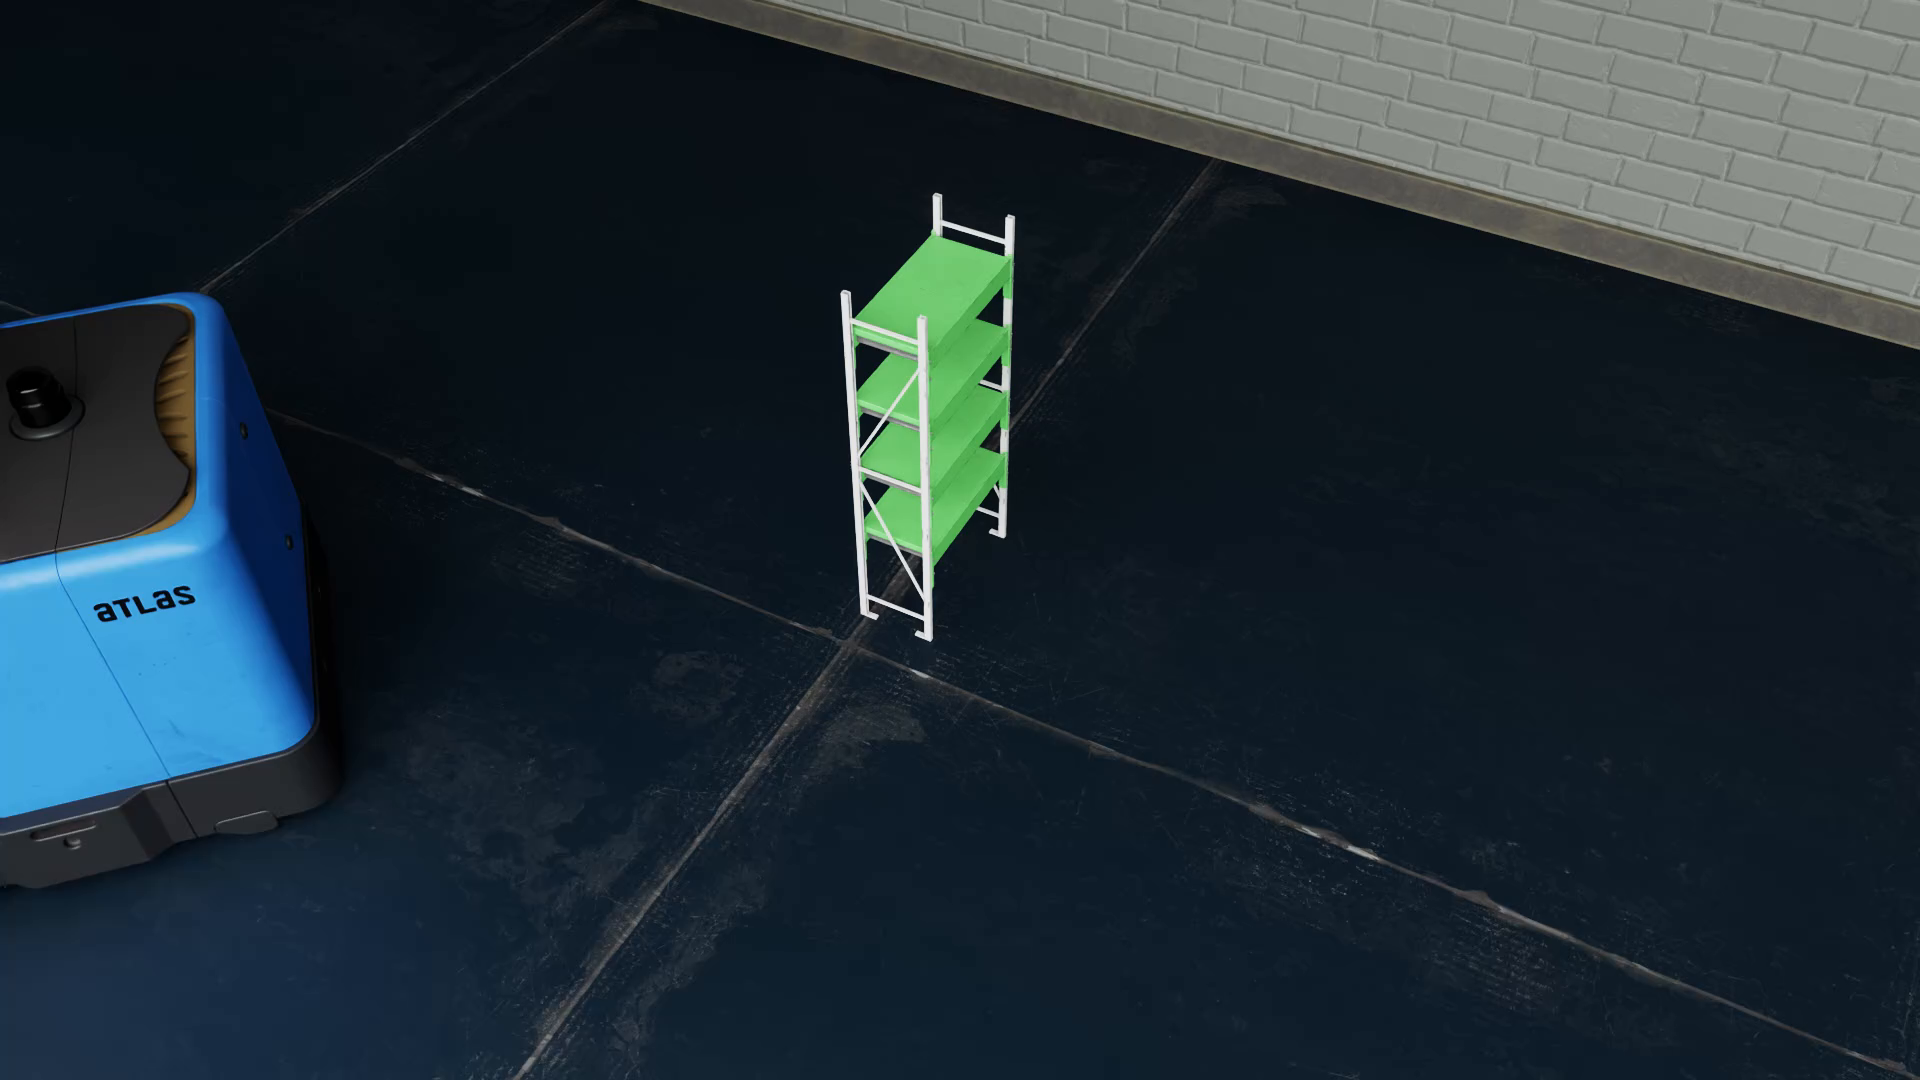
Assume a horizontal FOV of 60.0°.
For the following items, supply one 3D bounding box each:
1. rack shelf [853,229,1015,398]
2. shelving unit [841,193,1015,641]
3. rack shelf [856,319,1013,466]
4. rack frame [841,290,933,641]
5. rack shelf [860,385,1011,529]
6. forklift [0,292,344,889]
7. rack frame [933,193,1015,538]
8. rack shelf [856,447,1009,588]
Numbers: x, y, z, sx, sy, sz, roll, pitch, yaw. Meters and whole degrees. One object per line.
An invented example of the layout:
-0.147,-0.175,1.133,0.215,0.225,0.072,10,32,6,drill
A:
-0.077,-0.610,4.424,0.258,0.148,0.480,20,49,19,rack shelf
-0.077,-0.317,4.720,0.258,1.200,0.503,20,49,19,shelving unit
-0.077,-0.441,4.595,0.258,0.148,0.480,20,49,19,rack shelf
-0.190,-0.164,4.568,0.240,1.200,0.015,20,49,19,rack frame
-0.077,-0.273,4.766,0.258,0.148,0.480,20,49,19,rack shelf
-3.247,-0.300,3.486,3.031,2.935,1.130,-13,47,-13,forklift
0.036,-0.471,4.872,0.240,1.200,0.015,20,49,19,rack frame
-0.077,-0.104,4.936,0.258,0.148,0.480,20,49,19,rack shelf
